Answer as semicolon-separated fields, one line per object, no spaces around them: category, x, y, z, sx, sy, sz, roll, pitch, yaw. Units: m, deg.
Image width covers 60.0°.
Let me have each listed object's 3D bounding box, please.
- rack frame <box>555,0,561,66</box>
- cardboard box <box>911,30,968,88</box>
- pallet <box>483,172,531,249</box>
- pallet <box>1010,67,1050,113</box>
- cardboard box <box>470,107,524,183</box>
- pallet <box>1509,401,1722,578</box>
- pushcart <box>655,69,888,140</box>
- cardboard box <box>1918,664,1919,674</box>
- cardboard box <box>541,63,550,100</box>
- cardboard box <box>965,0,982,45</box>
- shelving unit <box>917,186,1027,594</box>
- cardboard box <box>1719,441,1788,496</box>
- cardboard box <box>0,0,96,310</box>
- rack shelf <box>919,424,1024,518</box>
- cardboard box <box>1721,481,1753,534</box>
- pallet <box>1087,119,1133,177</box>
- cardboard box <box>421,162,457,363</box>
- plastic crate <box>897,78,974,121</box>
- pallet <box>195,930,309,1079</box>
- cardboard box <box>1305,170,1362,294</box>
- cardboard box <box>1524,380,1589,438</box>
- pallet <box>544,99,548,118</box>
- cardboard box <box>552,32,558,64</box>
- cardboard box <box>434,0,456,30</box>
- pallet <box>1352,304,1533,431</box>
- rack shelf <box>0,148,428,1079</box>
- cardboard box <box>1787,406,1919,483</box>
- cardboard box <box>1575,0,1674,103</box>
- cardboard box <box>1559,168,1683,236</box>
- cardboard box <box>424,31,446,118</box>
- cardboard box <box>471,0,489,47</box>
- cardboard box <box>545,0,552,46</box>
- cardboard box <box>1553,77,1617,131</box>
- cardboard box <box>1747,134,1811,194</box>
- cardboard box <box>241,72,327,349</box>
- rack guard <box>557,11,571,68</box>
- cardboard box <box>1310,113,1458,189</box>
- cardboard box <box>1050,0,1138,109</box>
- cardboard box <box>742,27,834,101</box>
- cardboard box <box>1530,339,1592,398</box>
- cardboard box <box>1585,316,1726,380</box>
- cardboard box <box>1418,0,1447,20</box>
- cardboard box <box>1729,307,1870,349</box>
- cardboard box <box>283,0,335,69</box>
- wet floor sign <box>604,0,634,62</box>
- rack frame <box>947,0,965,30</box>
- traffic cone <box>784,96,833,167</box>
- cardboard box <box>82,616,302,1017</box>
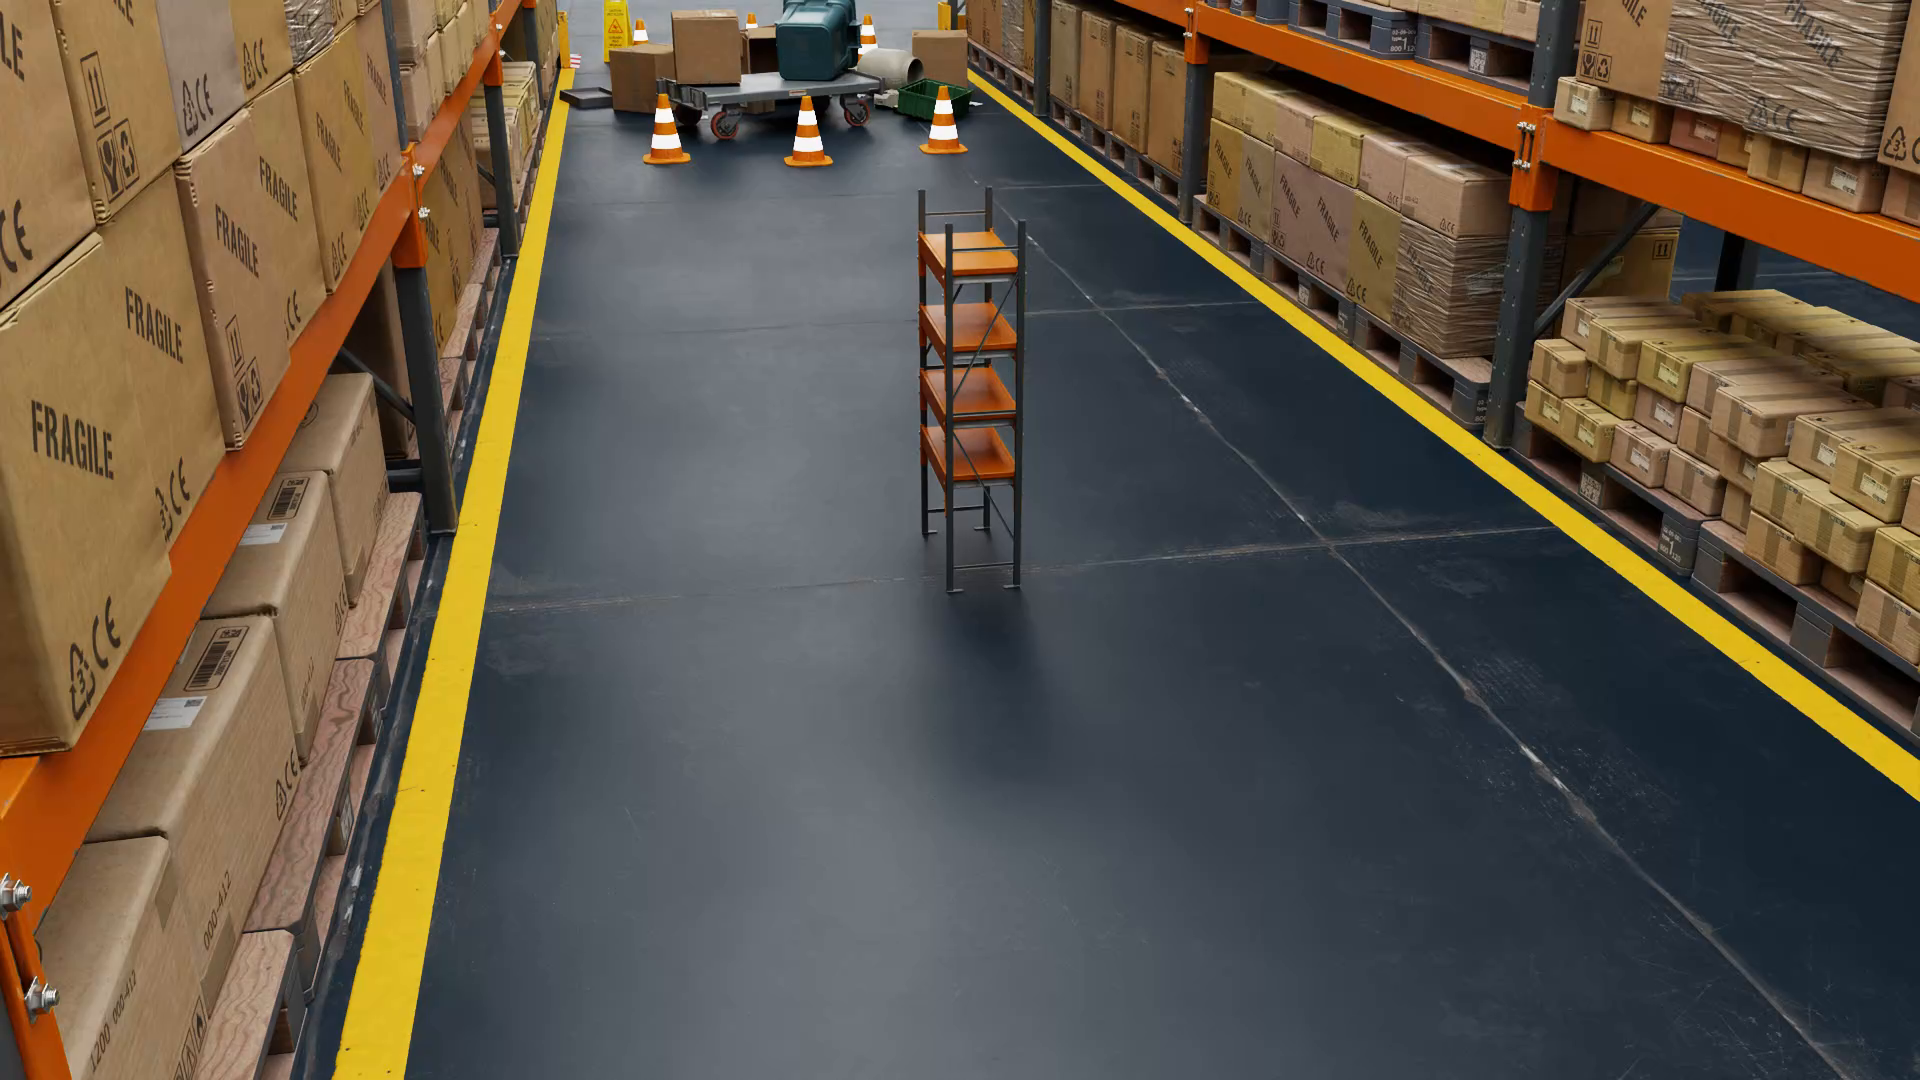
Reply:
rack frame;-4.475;-6.097;15.962;1.000;3.000;0.127;-4;24;-10
cardboard box;-0.185;-4.320;15.013;0.500;0.500;0.500;0;24;-1
pallet;-3.138;-1.980;10.019;1.003;0.211;1.213;-4;24;-10
pallet;1.047;-3.957;14.546;1.003;0.211;1.213;-4;24;-10
cardboard box;-3.234;-2.451;10.373;0.950;0.372;0.625;-5;24;-11
pallet;2.749;-0.244;6.044;1.003;0.211;1.213;-4;24;-10
pushcart;-1.504;-3.510;13.316;1.648;0.377;0.936;-13;27;-28
cardboard box;2.749;0.317;4.314;0.380;0.149;0.250;-5;24;-12
cardboard box;-3.579;-3.708;13.403;0.500;0.250;0.500;-5;24;-12
cardboard box;0.562;-5.460;16.634;0.875;0.875;0.875;-4;24;-9
shelving unit;0.031;-0.485;5.361;0.258;1.200;0.503;-4;24;-10
cardboard box;2.633;-0.237;5.210;0.380;0.149;0.250;-3;24;-7
cardboard box;-1.325;-0.517;1.813;0.500;0.500;0.500;-5;24;-11
rack shelf;0.031;-0.241;5.467;0.258;0.148;0.480;-4;24;-10
cardboard box;2.668;-0.104;5.278;0.380;0.149;0.250;-5;24;-12
pallet;1.557;-2.873;12.064;1.003;0.211;1.213;-4;24;-10
cardboard box;-2.624;-1.188;6.853;0.875;0.875;0.875;-4;24;-8
plastic crate;-0.209;-3.639;13.775;0.450;0.188;0.662;17;27;13
pallet;-1.741;1.166;2.817;1.003;0.211;1.213;-4;24;-10
cardboard box;2.021;-1.506;8.050;0.500;0.500;0.500;-5;24;-11
cardboard box;2.342;-0.502;6.189;0.380;0.149;0.250;-5;24;-12
pallet;-3.894;-3.507;13.517;1.003;0.211;1.213;-4;24;-10
cardboard box;-3.973;-4.527;15.278;0.500;0.250;0.500;-4;24;-10
cardboard box;-2.251;-2.135;6.453;0.500;0.250;0.500;-4;24;-9
pallet;2.445;-0.811;7.344;1.003;0.211;1.213;-4;24;-10
rack shelf;-1.886;-0.261;3.498;1.077;0.370;4.000;-4;24;-10
cardboard box;2.707;-0.274;4.924;0.380;0.149;0.250;-5;24;-12
cardboard box;2.434;-1.752;5.516;0.500;0.500;0.500;-5;24;-11
cardboard box;2.713;-1.484;7.061;0.500;0.250;0.500;-5;24;-12
cardboard box;-2.175;-1.704;6.092;0.500;0.250;0.500;-5;24;-11
cardboard box;-2.537;-2.502;7.918;0.500;0.250;0.500;-4;24;-9
cardboard box;-3.784;-4.465;14.200;0.500;0.500;0.500;-3;24;-7
cardboard box;2.321;-1.532;5.824;0.380;0.149;0.250;-3;24;-8
cardboard box;2.570;-1.124;4.889;0.380;0.149;0.250;-4;24;-9
cardboard box;-1.629;-0.654;3.374;0.500;0.500;0.500;-4;24;-8
rack guard;-4.461;-4.922;16.394;1.175;0.500;0.348;-4;24;-10
cardboard box;2.010;-1.858;7.918;0.500;0.250;0.500;-5;24;-12
cardboard box;1.314;-3.854;13.112;1.050;0.750;0.750;-4;24;-10
cardboard box;-1.481;-4.144;14.441;0.797;0.637;0.503;-4;24;-10
cardboard box;2.343;-0.639;6.131;0.380;0.149;0.250;-3;24;-7
cardboard box;2.443;-0.678;5.849;0.380;0.149;0.250;-3;24;-7
cardboard box;2.183;-2.301;7.059;0.380;0.149;0.250;-6;24;-12
cardboard box;2.998;-0.723;5.952;0.380;0.149;0.250;-4;24;-9
cardboard box;-1.708;-1.316;3.641;0.500;0.500;0.500;-4;24;-9
wet floor sign;-3.458;-5.172;16.786;0.267;0.644;0.232;4;24;9
rack frame;0.371;-6.503;16.892;1.000;3.000;0.127;-4;24;-10
traffic cone;-1.093;-2.937;11.896;0.336;0.463;0.334;-4;24;-10
cardboard box;-1.914;0.567;3.381;0.875;0.438;0.875;-4;24;-8
